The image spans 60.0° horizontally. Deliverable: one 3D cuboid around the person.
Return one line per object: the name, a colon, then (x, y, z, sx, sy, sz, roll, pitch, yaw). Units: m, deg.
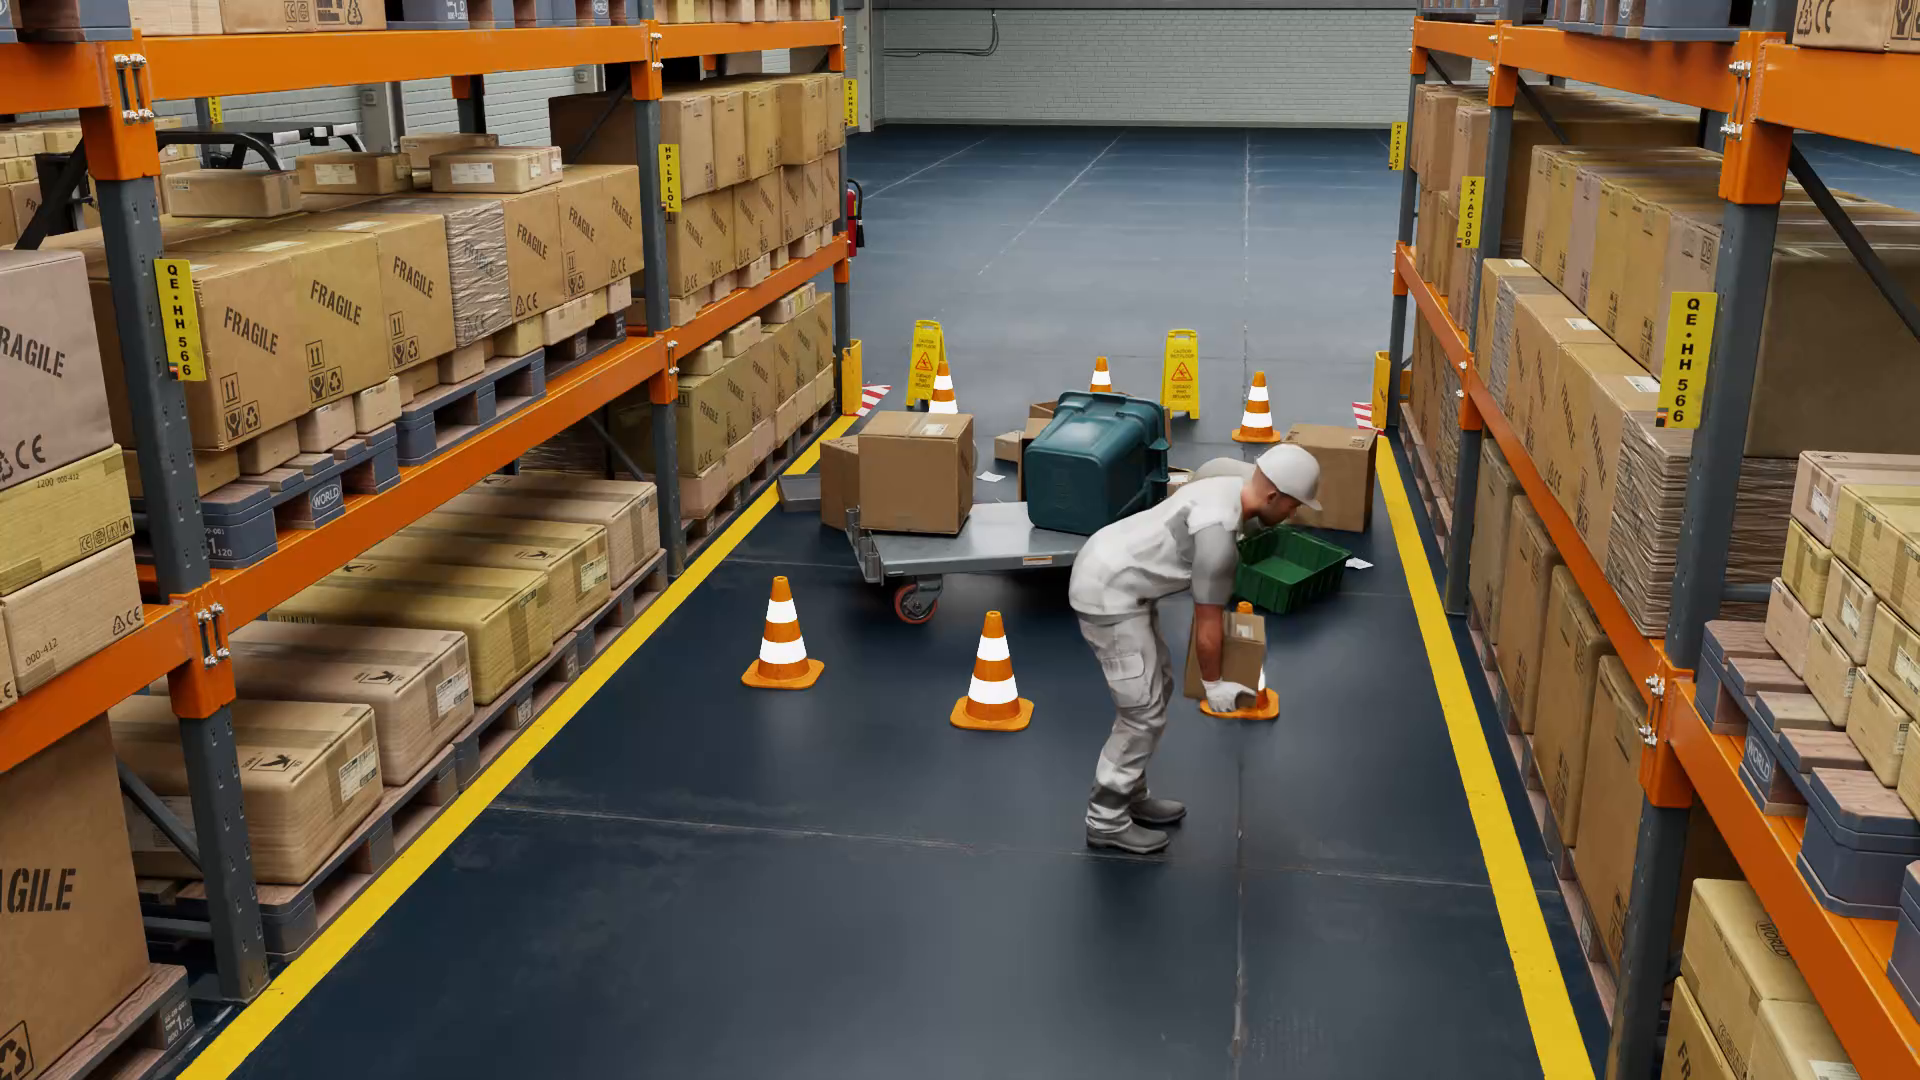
person: (0.808, 0.369, 5.871, 0.858, 1.472, 0.484, 2, 18, 8)
